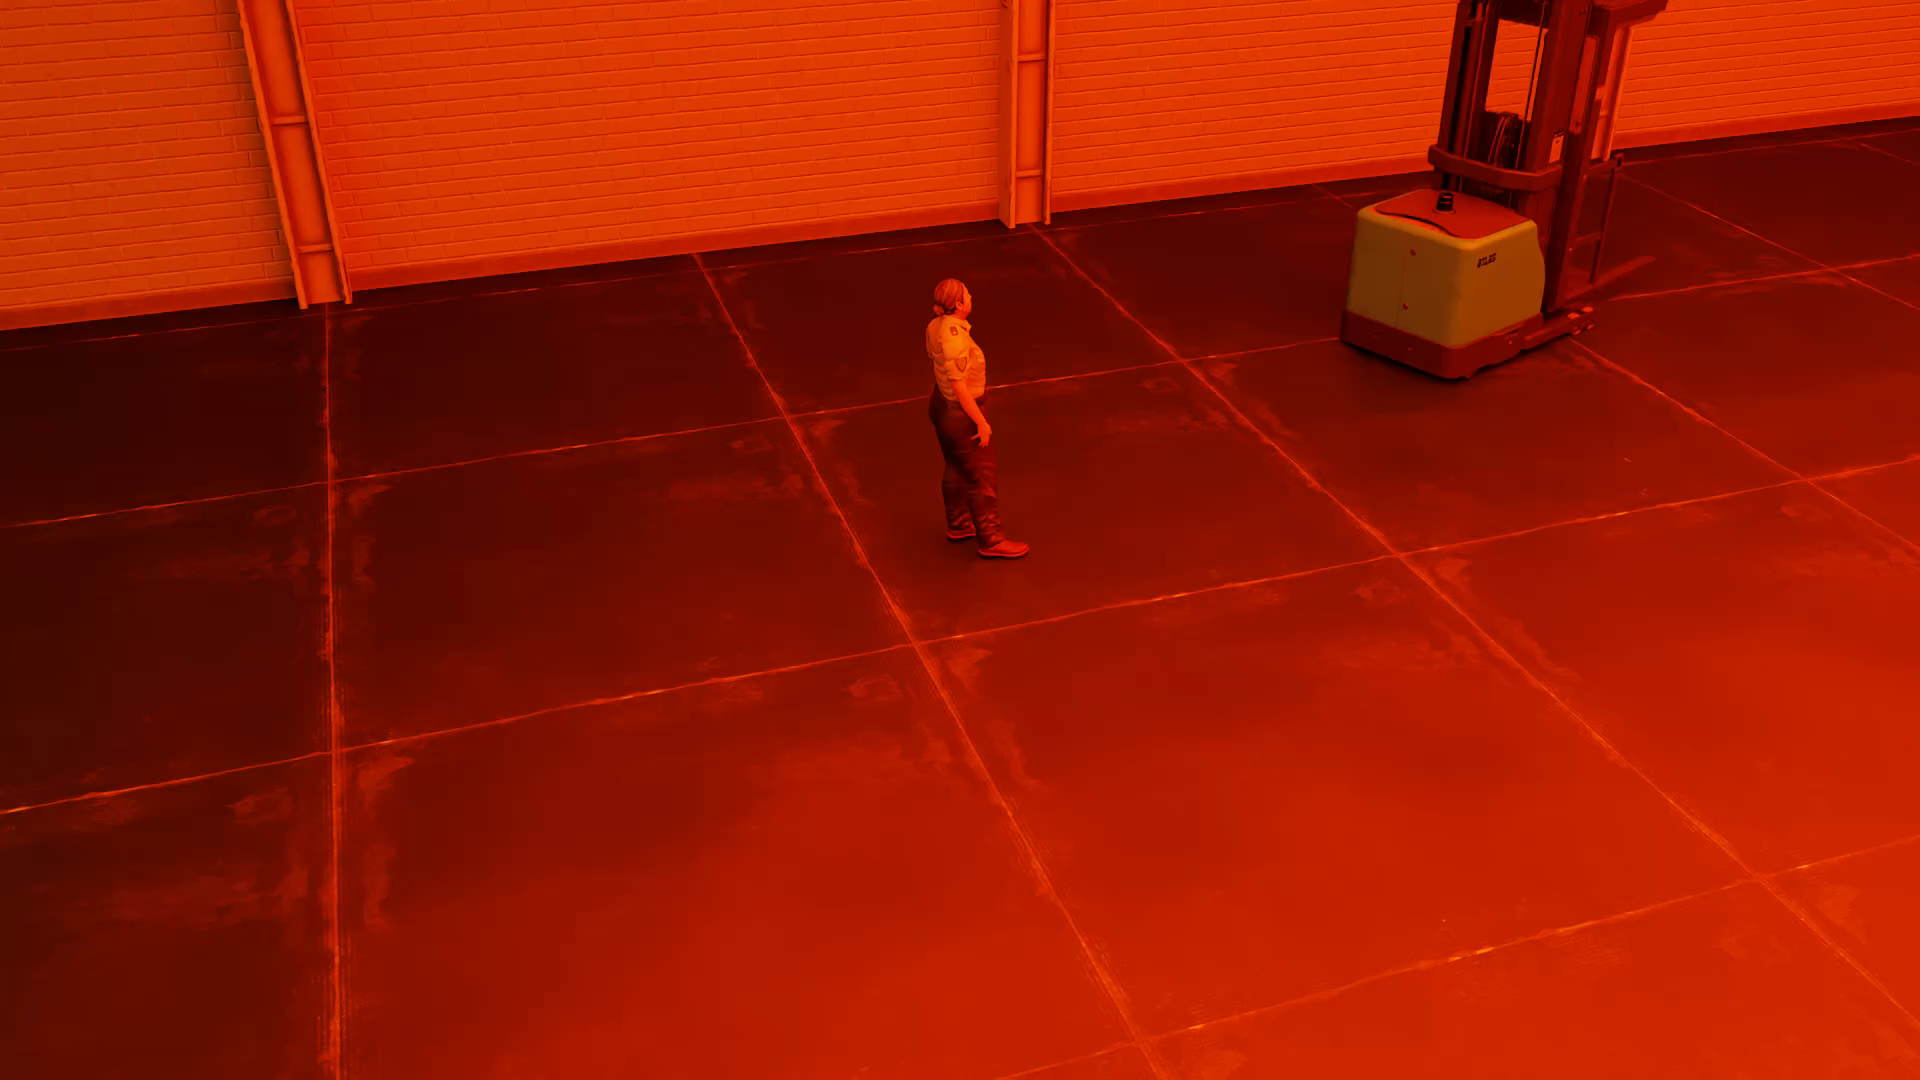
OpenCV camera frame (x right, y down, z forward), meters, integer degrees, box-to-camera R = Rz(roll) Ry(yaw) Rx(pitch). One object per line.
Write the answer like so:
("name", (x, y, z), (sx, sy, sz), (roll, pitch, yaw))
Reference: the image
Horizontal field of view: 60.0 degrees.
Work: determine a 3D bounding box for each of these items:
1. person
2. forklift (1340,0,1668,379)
("person", (0.093, -0.723, 9.617), (0.502, 1.651, 0.598), (-10, 31, -16))
("forklift", (4.318, -3.025, 12.344), (3.031, 2.935, 1.130), (-23, 37, -34))
